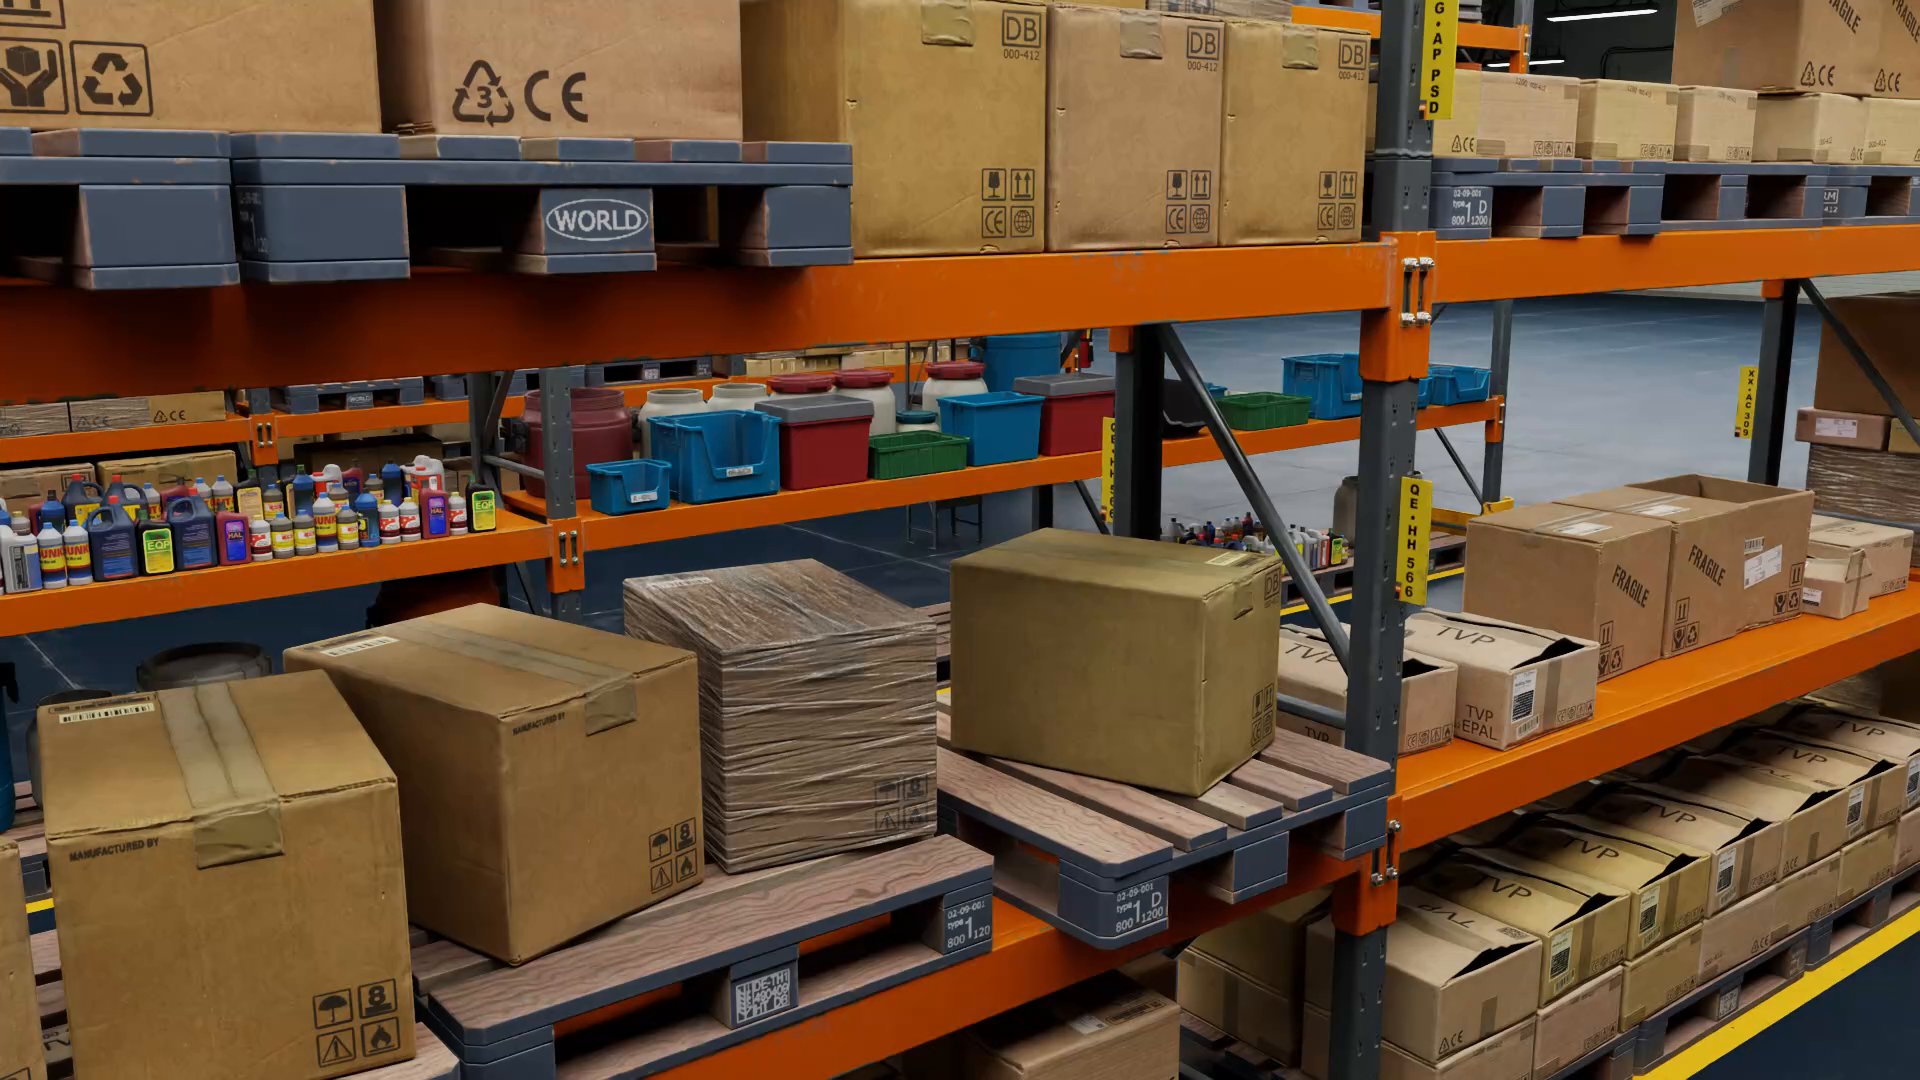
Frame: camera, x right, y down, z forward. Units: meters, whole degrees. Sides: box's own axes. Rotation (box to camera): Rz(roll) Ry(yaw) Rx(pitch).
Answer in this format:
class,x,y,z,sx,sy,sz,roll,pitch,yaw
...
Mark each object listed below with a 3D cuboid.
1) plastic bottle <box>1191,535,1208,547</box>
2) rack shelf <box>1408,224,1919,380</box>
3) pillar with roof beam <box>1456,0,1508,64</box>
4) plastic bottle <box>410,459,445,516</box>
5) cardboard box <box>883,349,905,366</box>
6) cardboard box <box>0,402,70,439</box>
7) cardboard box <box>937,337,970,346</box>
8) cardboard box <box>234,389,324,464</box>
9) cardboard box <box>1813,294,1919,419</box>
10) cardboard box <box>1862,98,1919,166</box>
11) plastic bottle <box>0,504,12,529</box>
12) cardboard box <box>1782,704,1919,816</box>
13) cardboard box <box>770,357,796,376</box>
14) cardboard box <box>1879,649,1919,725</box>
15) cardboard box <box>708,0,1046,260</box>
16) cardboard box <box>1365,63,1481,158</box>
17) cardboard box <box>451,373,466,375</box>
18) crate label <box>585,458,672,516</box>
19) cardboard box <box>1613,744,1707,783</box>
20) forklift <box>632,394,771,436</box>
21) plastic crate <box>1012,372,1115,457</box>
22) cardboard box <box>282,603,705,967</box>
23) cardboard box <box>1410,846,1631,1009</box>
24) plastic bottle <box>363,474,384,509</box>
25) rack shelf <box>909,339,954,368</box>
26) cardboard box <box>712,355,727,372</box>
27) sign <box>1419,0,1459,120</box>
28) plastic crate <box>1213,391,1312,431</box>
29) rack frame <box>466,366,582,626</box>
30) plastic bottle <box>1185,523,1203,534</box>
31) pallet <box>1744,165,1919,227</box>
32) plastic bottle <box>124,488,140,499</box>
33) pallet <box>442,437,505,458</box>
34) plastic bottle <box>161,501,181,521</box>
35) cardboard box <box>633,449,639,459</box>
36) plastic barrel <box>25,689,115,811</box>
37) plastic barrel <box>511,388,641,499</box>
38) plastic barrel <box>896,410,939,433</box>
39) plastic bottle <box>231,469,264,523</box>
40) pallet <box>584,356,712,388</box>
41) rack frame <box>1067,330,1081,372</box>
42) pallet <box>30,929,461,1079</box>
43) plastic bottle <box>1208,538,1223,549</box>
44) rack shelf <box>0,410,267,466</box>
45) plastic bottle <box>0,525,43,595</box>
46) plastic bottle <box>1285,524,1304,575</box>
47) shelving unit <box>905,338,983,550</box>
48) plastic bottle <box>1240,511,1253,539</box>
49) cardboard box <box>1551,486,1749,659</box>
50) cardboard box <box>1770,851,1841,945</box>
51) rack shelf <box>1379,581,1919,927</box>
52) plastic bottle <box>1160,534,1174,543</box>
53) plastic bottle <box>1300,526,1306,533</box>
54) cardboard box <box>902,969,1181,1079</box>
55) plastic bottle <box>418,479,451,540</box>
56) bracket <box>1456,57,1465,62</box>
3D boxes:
class,x,y,z,sx,sy,sz,roll,pitch,yaw
plastic bottle,1.654,0.141,11.561,0.185,0.351,0.144,-9,15,-38
rack shelf,2.384,-0.931,5.800,4.000,0.370,1.077,-9,15,-38
pillar with roof beam,16.597,-10.798,43.315,0.548,9.000,9.100,-9,15,-38
plastic bottle,-2.714,-0.270,8.480,0.135,0.276,0.152,-9,15,-38
cardboard box,-0.721,-1.735,15.683,0.250,0.149,0.380,-9,15,-38
cardboard box,-6.390,-0.976,11.263,0.500,0.500,0.500,-10,16,-39
cardboard box,-0.296,-2.186,16.246,0.500,0.500,0.875,-9,15,-38
cardboard box,-7.171,-1.264,17.264,0.750,0.750,1.050,-9,15,-37
cardboard box,4.288,-0.817,7.390,0.500,0.500,0.700,-9,15,-37
cardboard box,3.459,-1.596,6.550,0.500,0.250,0.500,-8,14,-32
plastic bottle,-4.229,-0.024,7.329,0.097,0.271,0.097,0,12,0
cardboard box,3.809,0.890,6.976,0.500,0.311,0.500,-9,15,-38
cardboard box,-1.681,-1.568,14.899,0.250,0.149,0.380,-9,15,-38
cardboard box,4.504,0.689,7.467,0.500,0.500,0.500,-9,15,-38
cardboard box,-0.302,-0.876,3.571,0.500,0.500,0.910,-9,15,-38
cardboard box,1.141,-1.223,4.795,0.500,0.250,0.500,-11,16,-42
cardboard box,-3.911,-1.475,13.204,0.500,0.250,0.500,-10,16,-39
crate label,-1.706,-0.272,8.589,0.416,0.233,0.303,-9,15,-38
cardboard box,2.670,0.935,6.761,0.500,0.311,0.500,-10,16,-40
forklift,-3.190,-2.318,17.989,3.031,2.935,1.130,10,16,39
plastic crate,0.667,-0.797,10.509,0.583,0.464,0.402,-9,15,-38
cardboard box,-0.960,0.470,3.443,0.700,0.500,0.500,9,15,36
cardboard box,1.820,1.220,5.422,0.500,0.311,0.500,-10,16,-39
plastic bottle,-2.993,-0.235,8.494,0.097,0.201,0.097,0,12,0
rack shelf,-0.129,-1.677,13.667,0.480,0.518,0.431,-9,15,-38
cardboard box,-2.256,-1.635,15.210,0.250,0.149,0.380,-9,15,-38
sign,1.160,-1.188,4.034,0.005,0.325,0.100,-9,15,-38
plastic crate,2.091,-0.905,11.681,0.662,0.188,0.450,-9,15,-38
rack frame,-2.269,-0.360,8.601,0.127,3.000,1.000,-9,15,-38
plastic bottle,1.709,0.021,12.307,0.135,0.276,0.152,-9,15,-37
pallet,3.265,-1.332,6.418,1.217,0.209,0.805,-10,16,-40
plastic bottle,-3.892,-0.115,7.748,0.135,0.276,0.152,-9,15,-38
pallet,-5.815,-1.023,18.439,1.213,0.211,1.003,-9,15,-38
plastic bottle,-3.445,-0.032,7.338,0.133,0.283,0.061,-9,15,-38
cardboard box,-3.117,-0.539,14.406,0.500,0.500,0.700,-10,15,-38
plastic barrel,-3.907,0.953,7.400,0.421,0.512,0.421,0,12,0
plastic barrel,-2.096,-0.535,9.101,0.708,0.536,0.600,-9,15,-38
plastic barrel,-0.275,-0.664,10.368,0.301,0.262,0.301,0,12,0
plastic bottle,-3.484,-0.199,8.124,0.133,0.283,0.061,-9,15,-38
pallet,-2.928,-1.513,14.492,1.213,0.211,1.003,-9,15,-38
rack frame,0.884,-2.201,17.272,0.127,3.000,1.000,-9,15,-38
pallet,-1.609,0.971,2.795,1.213,0.211,1.003,-9,15,-38
plastic bottle,1.744,0.165,11.451,0.185,0.351,0.144,-9,15,-36
rack shelf,-6.925,-0.551,11.236,4.000,0.370,1.077,-9,15,-38
plastic bottle,-3.889,0.072,6.868,0.135,0.276,0.152,-9,15,-38
plastic bottle,2.368,0.061,11.939,0.185,0.351,0.144,-9,15,-35
shelving unit,-0.129,-1.006,13.810,0.503,2.100,0.431,-9,15,-38
plastic bottle,2.179,-0.073,12.731,0.133,0.283,0.061,-9,15,-37
cardboard box,2.533,0.107,6.164,0.500,0.500,0.500,-9,15,-38
cardboard box,3.008,1.297,6.406,0.500,0.250,0.500,-9,15,-36
rack shelf,2.384,0.537,6.112,4.000,0.370,1.077,-9,15,-38
plastic bottle,1.439,0.104,11.915,0.135,0.276,0.152,-9,15,-38
plastic bottle,2.537,0.036,12.216,0.133,0.283,0.061,-9,15,-38
cardboard box,0.197,1.252,4.162,0.500,0.250,0.500,-9,15,-36
plastic bottle,-2.499,-0.151,7.899,0.133,0.283,0.061,-9,15,-38
bracket,13.806,-13.145,45.705,0.430,0.232,0.235,-9,15,-38
